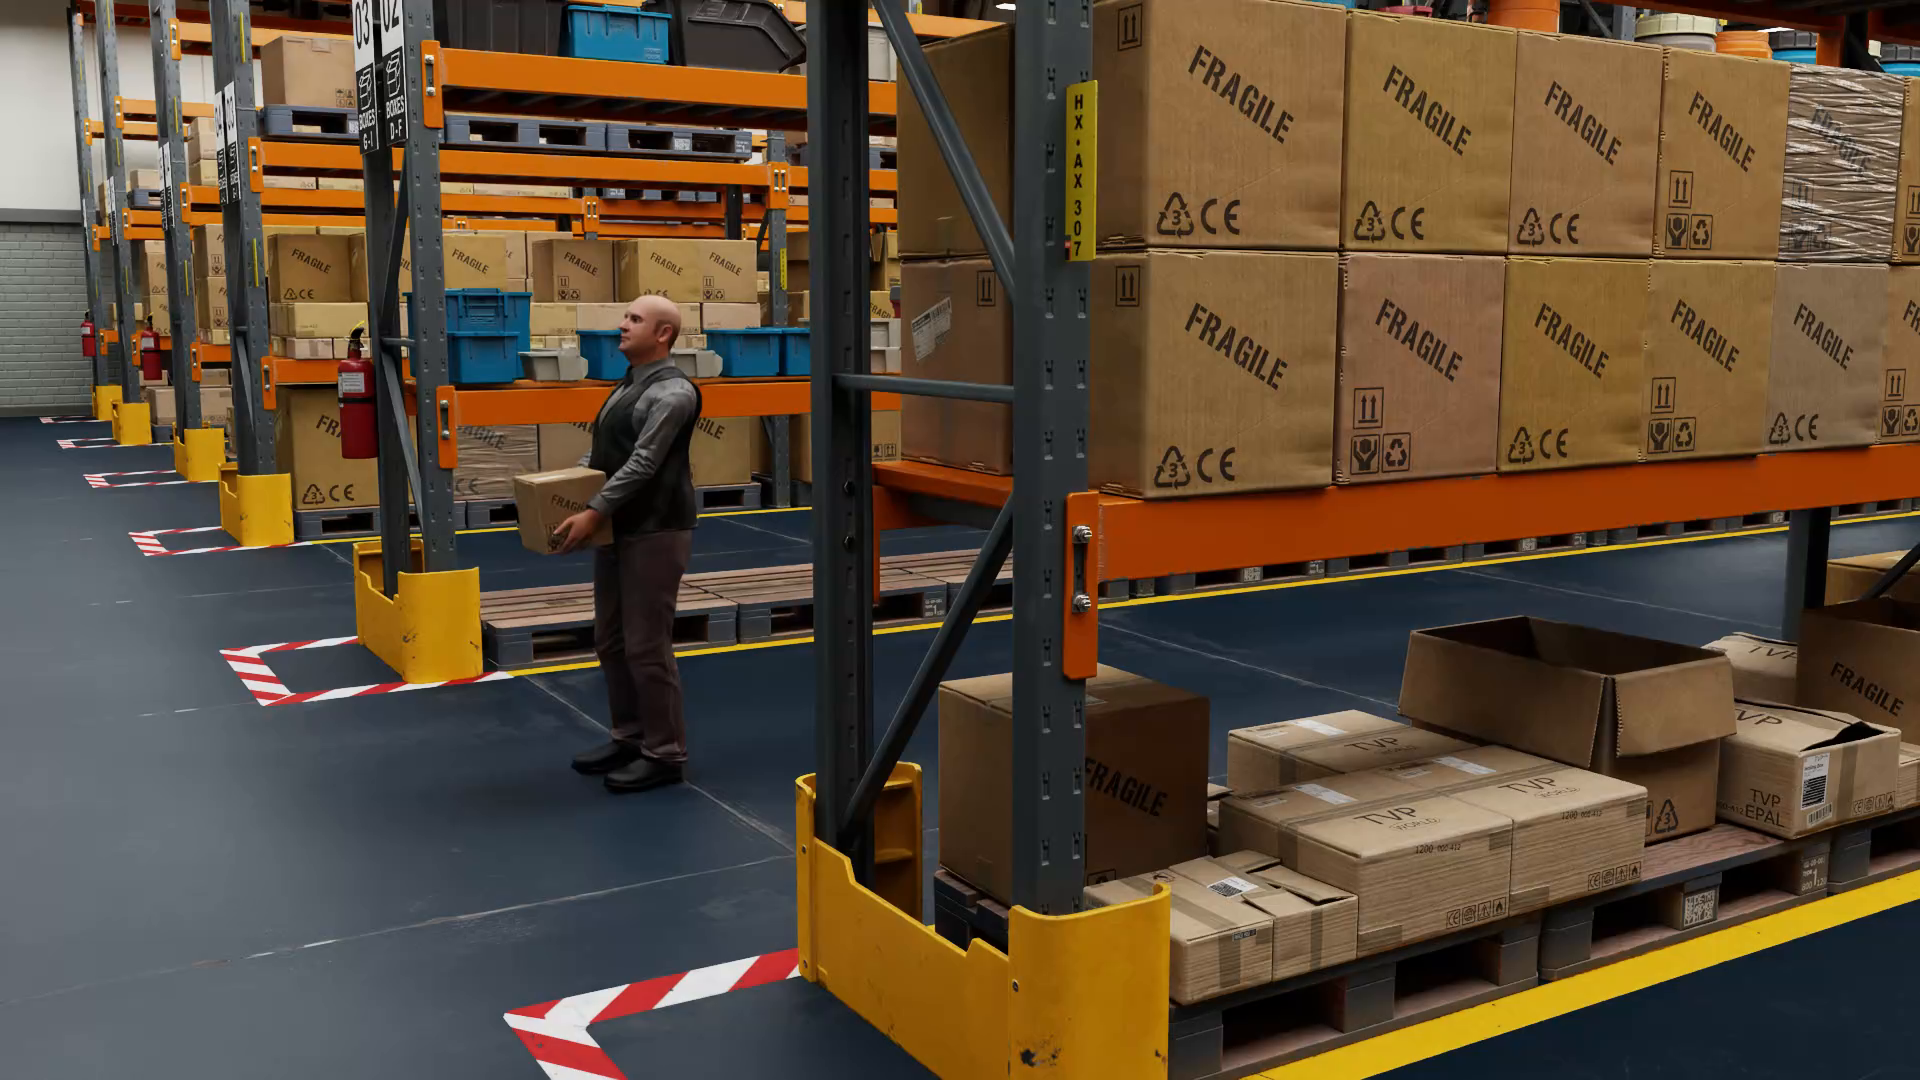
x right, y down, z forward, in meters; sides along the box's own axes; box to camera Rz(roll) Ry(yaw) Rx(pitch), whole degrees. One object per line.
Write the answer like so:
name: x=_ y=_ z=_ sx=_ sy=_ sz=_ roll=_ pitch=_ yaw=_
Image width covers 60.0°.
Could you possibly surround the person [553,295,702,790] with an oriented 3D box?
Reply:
person: x=-1.202 y=0.006 z=5.861 sx=0.548 sy=1.722 sz=0.501 roll=-5 pitch=9 yaw=-31
